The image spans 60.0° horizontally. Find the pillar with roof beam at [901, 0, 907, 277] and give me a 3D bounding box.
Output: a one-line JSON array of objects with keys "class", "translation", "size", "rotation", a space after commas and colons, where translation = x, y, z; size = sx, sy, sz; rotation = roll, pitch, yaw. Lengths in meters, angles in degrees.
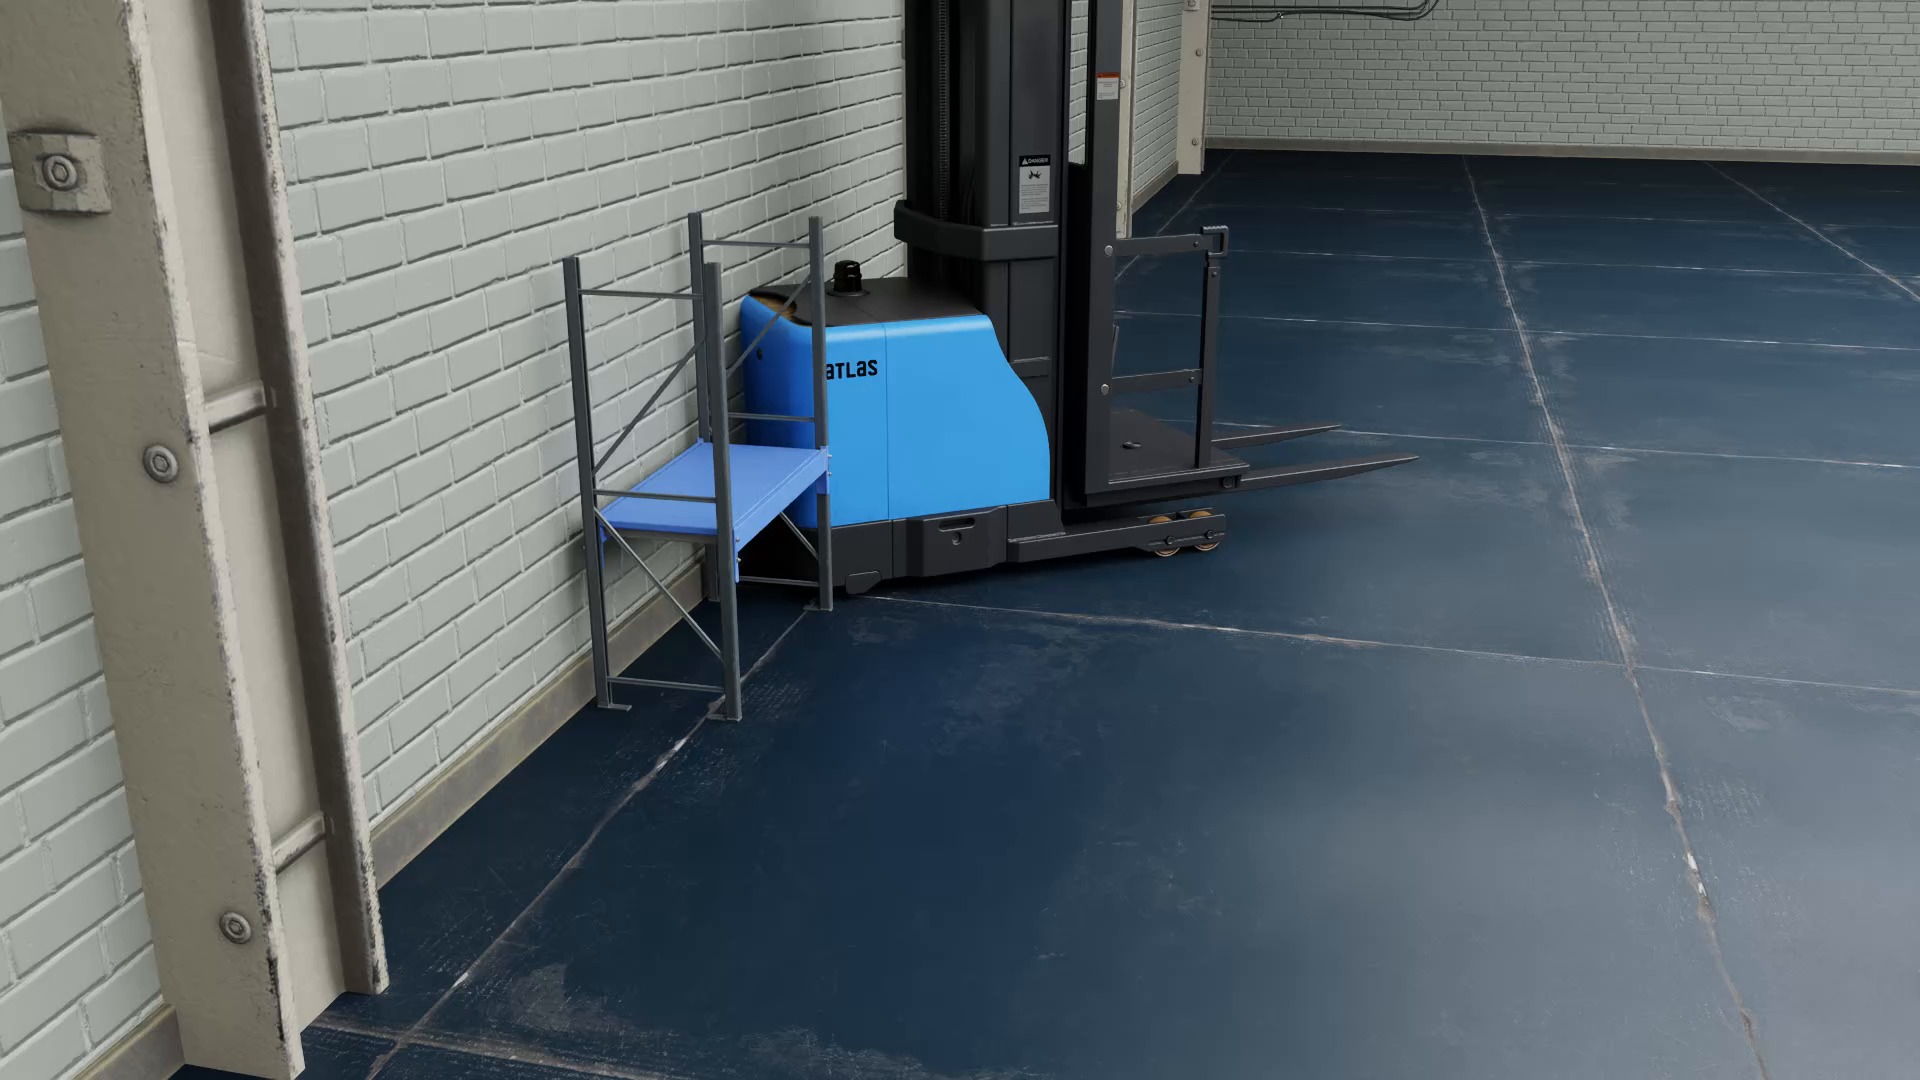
[{"class": "pillar with roof beam", "translation": [4.060, -4.675, 6.952], "size": [9.100, 9.000, 0.400], "rotation": [5, 19, 13]}]

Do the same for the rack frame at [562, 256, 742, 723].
[{"class": "rack frame", "translation": [-0.964, -0.135, 5.263], "size": [0.500, 1.500, 0.032], "rotation": [4, 19, 12]}]

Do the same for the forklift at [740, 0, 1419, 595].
[{"class": "forklift", "translation": [0.581, -1.466, 6.944], "size": [3.031, 2.935, 1.130], "rotation": [-8, 20, -21]}]

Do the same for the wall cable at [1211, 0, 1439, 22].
[{"class": "wall cable", "translation": [4.819, -8.125, 21.859], "size": [3.097, 2.526, 0.112], "rotation": [5, 19, 13]}]

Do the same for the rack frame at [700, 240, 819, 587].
[{"class": "rack frame", "translation": [-0.738, -0.455, 6.201], "size": [0.475, 1.308, 0.013], "rotation": [4, 19, 12]}]

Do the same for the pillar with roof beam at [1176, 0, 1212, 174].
[{"class": "pillar with roof beam", "translation": [6.992, -8.436, 17.964], "size": [9.100, 9.000, 0.400], "rotation": [5, 19, 13]}]

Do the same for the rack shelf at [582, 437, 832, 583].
[{"class": "rack shelf", "translation": [-0.850, -0.125, 5.790], "size": [0.538, 0.185, 1.000], "rotation": [4, 19, 12]}]

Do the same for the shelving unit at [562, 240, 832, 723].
[{"class": "shelving unit", "translation": [-0.851, -0.294, 5.727], "size": [0.538, 1.500, 1.039], "rotation": [4, 19, 12]}]

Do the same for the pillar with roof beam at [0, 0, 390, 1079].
[{"class": "pillar with roof beam", "translation": [2.594, -2.794, 1.446], "size": [9.100, 9.000, 0.400], "rotation": [5, 19, 13]}]

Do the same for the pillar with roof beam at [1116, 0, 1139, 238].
[{"class": "pillar with roof beam", "translation": [5.526, -6.555, 12.458], "size": [9.100, 9.000, 0.400], "rotation": [5, 19, 13]}]
